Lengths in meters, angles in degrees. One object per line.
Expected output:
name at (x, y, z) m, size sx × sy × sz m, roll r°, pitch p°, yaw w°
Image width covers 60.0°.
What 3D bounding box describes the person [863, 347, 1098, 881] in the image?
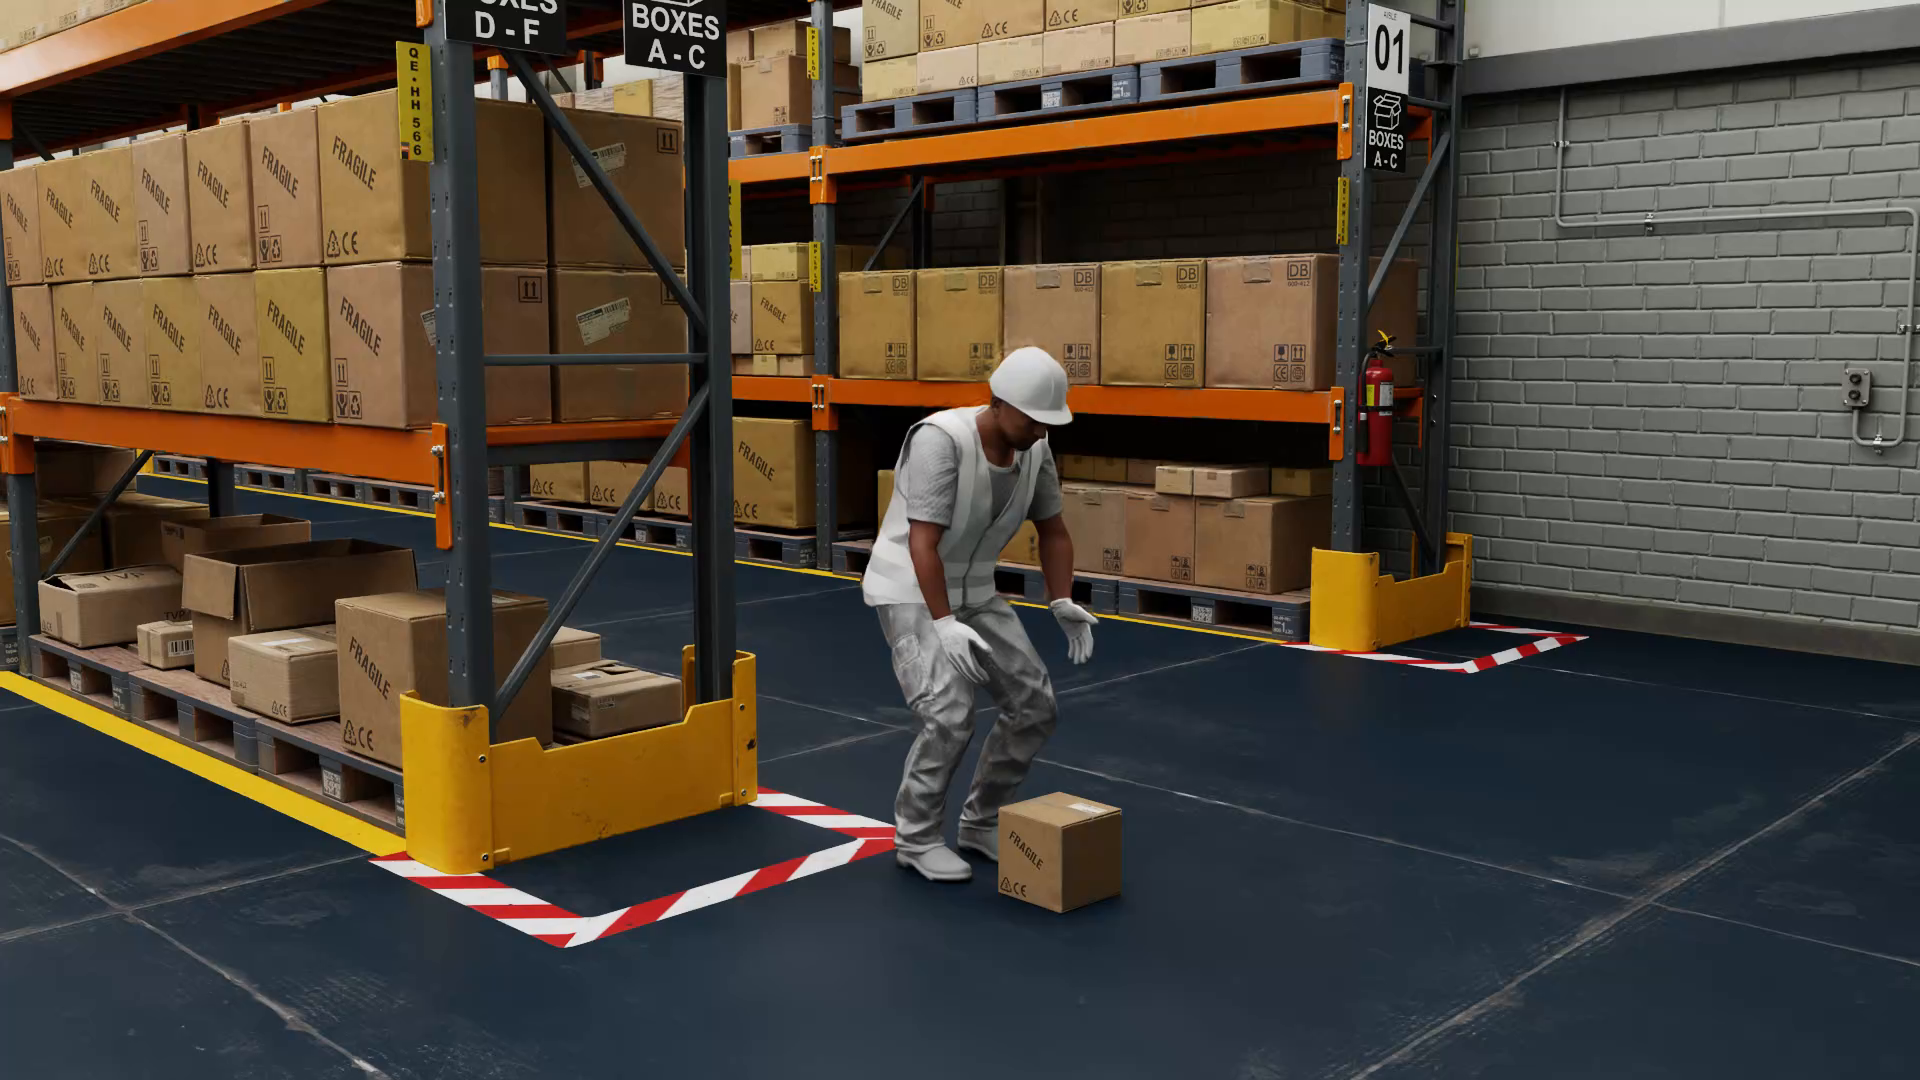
person at (0.055, 0.205, 4.951) m, size 0.607 × 1.552 × 0.674 m, roll -6°, pitch 9°, yaw -41°
